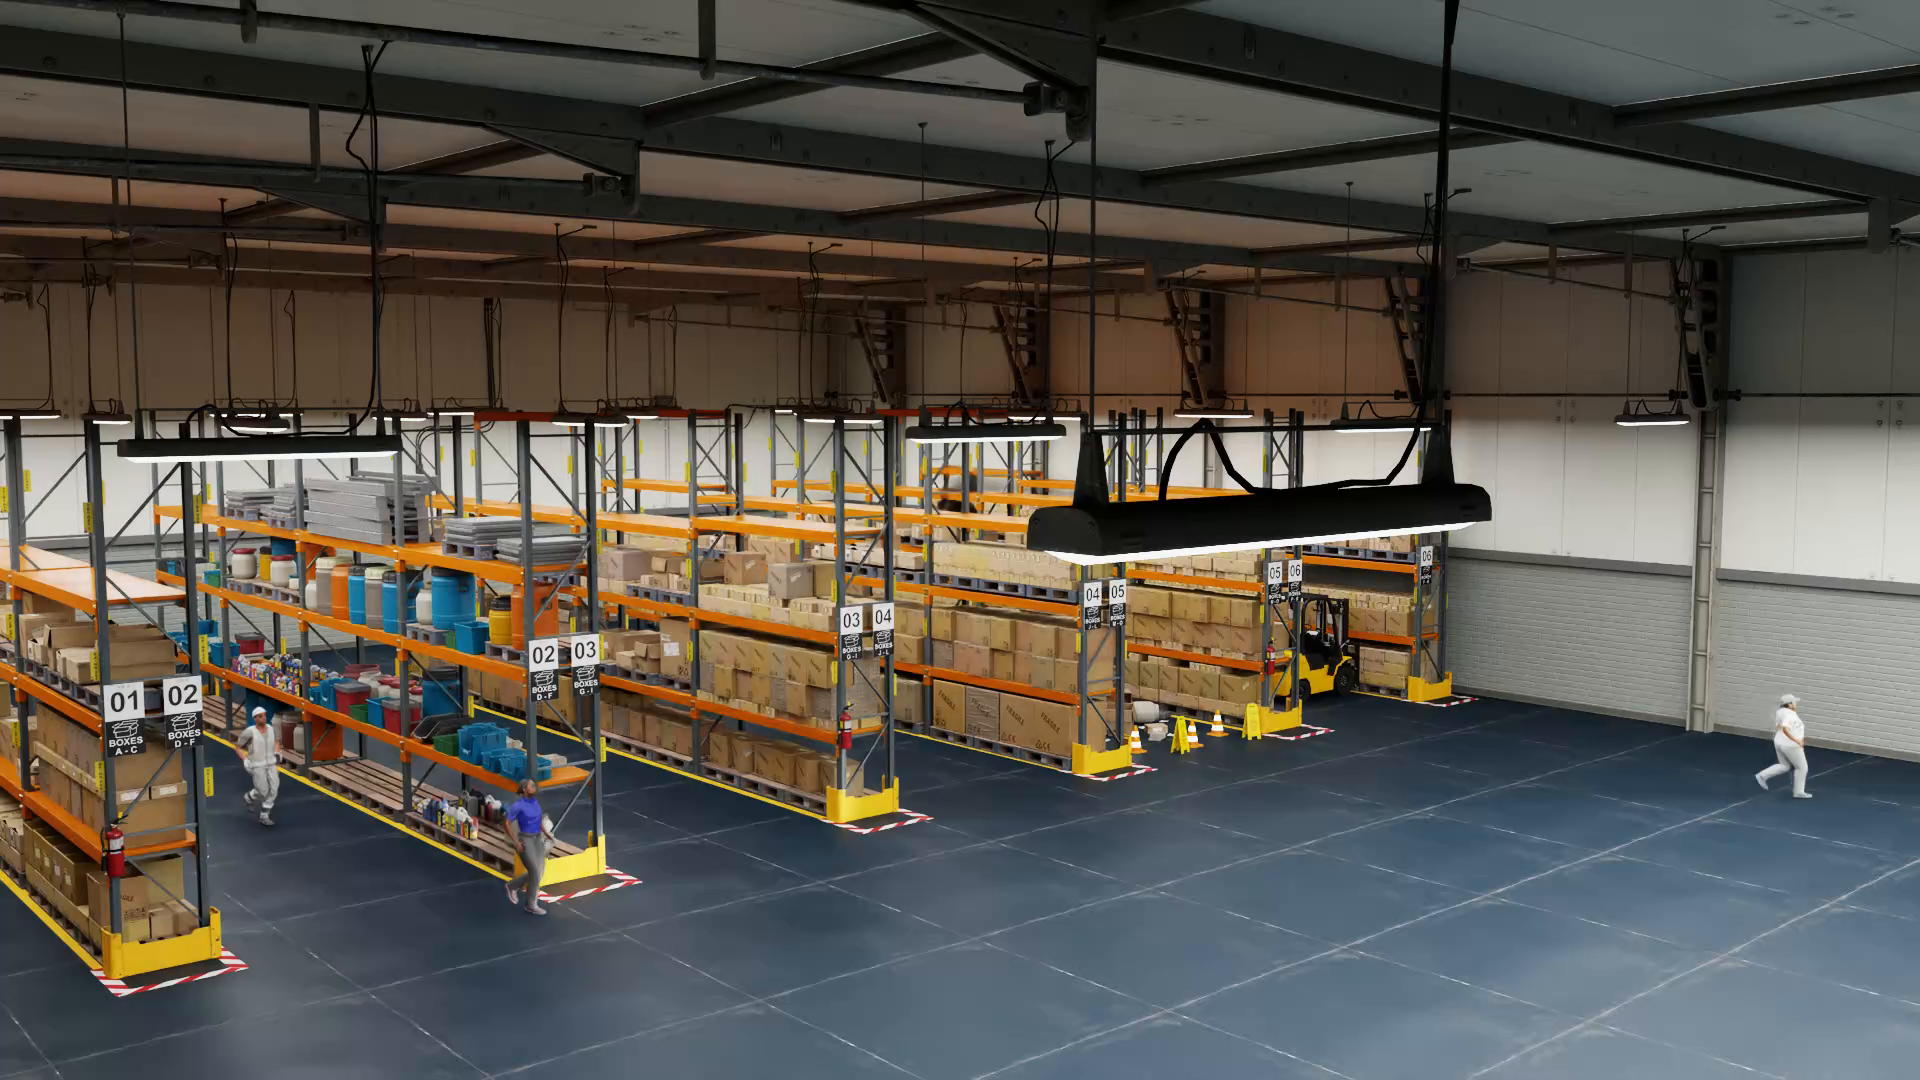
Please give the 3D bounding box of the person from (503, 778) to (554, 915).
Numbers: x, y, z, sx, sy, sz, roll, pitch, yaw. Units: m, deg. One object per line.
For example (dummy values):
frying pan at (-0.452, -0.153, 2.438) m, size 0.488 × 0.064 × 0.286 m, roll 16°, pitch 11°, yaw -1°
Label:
person at (-5.306, 3.755, 20.440) m, size 0.610 × 1.611 × 0.633 m, roll 2°, pitch 5°, yaw 20°

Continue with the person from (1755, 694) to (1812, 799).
person at (12.960, 3.225, 26.073) m, size 0.823 × 1.634 × 0.620 m, roll 0°, pitch 5°, yaw 3°

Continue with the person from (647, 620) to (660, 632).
person at (-7.709, 1.767, 42.166) m, size 0.594 × 1.729 × 0.681 m, roll -4°, pitch 6°, yaw -38°

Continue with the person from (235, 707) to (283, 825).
person at (-10.297, 3.319, 24.501) m, size 0.605 × 1.743 × 0.657 m, roll 4°, pitch 6°, yaw 37°
